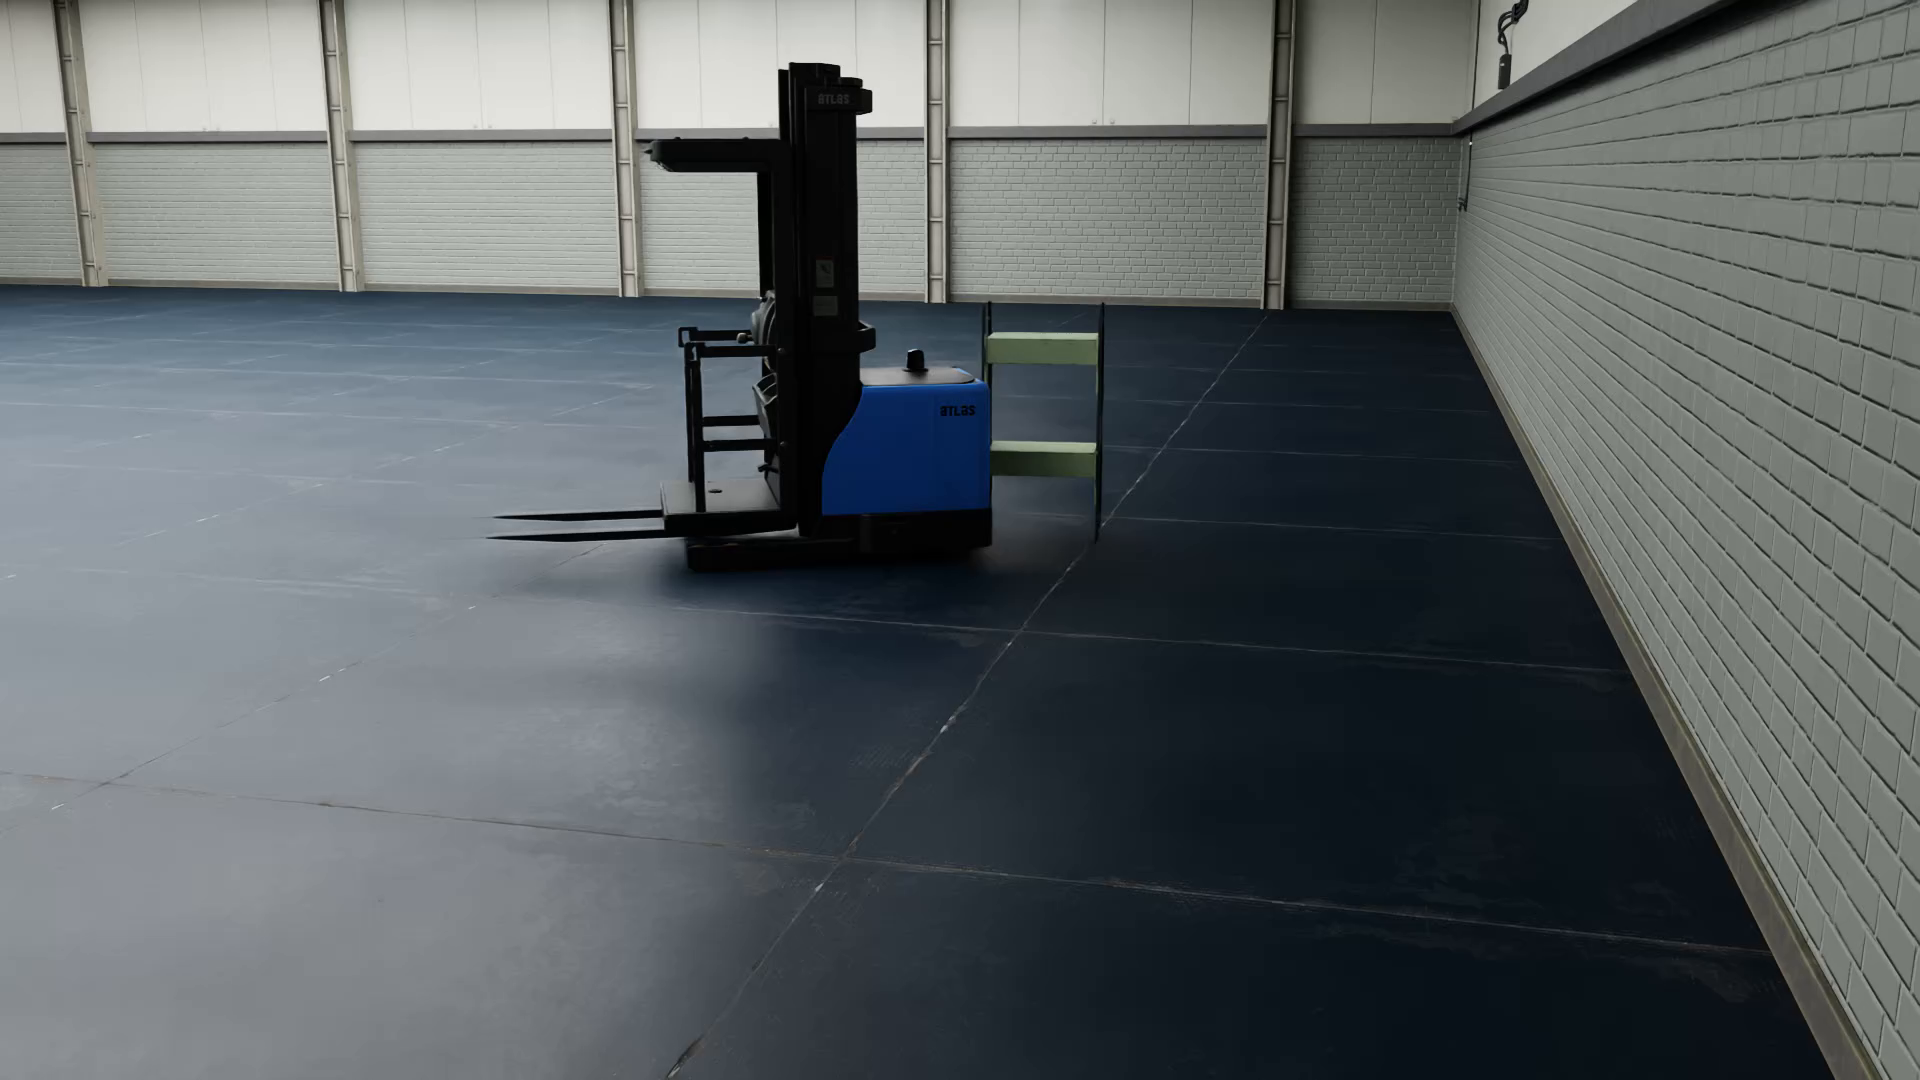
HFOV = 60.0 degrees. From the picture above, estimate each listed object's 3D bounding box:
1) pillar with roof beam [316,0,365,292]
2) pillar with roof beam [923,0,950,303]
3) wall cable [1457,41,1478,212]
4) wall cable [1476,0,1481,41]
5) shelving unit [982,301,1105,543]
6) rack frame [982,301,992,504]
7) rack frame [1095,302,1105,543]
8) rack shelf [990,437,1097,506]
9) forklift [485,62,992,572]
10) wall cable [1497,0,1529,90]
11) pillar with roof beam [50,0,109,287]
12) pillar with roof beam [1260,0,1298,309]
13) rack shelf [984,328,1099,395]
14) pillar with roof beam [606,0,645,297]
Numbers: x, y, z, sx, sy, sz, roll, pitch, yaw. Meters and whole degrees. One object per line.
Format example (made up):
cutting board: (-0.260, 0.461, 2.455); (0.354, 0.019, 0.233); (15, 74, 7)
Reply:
pillar with roof beam: (-13.092, -8.433, 27.968); (0.400, 9.000, 9.100); (3, 13, 14)
pillar with roof beam: (-1.442, -7.810, 25.161); (0.400, 9.000, 9.100); (3, 13, 14)
wall cable: (7.958, -6.457, 26.232); (0.112, 2.526, 3.097); (3, 13, 14)
wall cable: (7.310, -8.354, 23.121); (0.112, 2.526, 3.097); (3, 13, 14)
shelving unit: (0.535, -0.767, 10.726); (0.755, 1.500, 0.431); (2, 13, 7)
rack frame: (0.172, -0.776, 10.770); (0.023, 1.500, 0.400); (2, 13, 7)
rack frame: (0.899, -0.757, 10.682); (0.023, 1.500, 0.400); (2, 13, 7)
rack shelf: (0.535, -0.448, 10.797); (0.720, 0.370, 0.431); (2, 13, 7)
forklift: (-1.372, -1.364, 10.117); (3.031, 2.935, 1.130); (-3, 13, -11)
wall cable: (5.669, -7.638, 16.533); (0.169, 6.003, 2.305); (3, 13, 14)
pillar with roof beam: (-18.917, -8.744, 29.371); (0.400, 9.000, 9.100); (3, 13, 14)
pillar with roof beam: (4.384, -7.499, 23.758); (0.400, 9.000, 9.100); (3, 13, 14)
rack shelf: (0.535, -1.148, 10.642); (0.720, 0.370, 0.431); (2, 13, 7)
pillar with roof beam: (-7.267, -8.122, 26.564); (0.400, 9.000, 9.100); (3, 13, 14)
